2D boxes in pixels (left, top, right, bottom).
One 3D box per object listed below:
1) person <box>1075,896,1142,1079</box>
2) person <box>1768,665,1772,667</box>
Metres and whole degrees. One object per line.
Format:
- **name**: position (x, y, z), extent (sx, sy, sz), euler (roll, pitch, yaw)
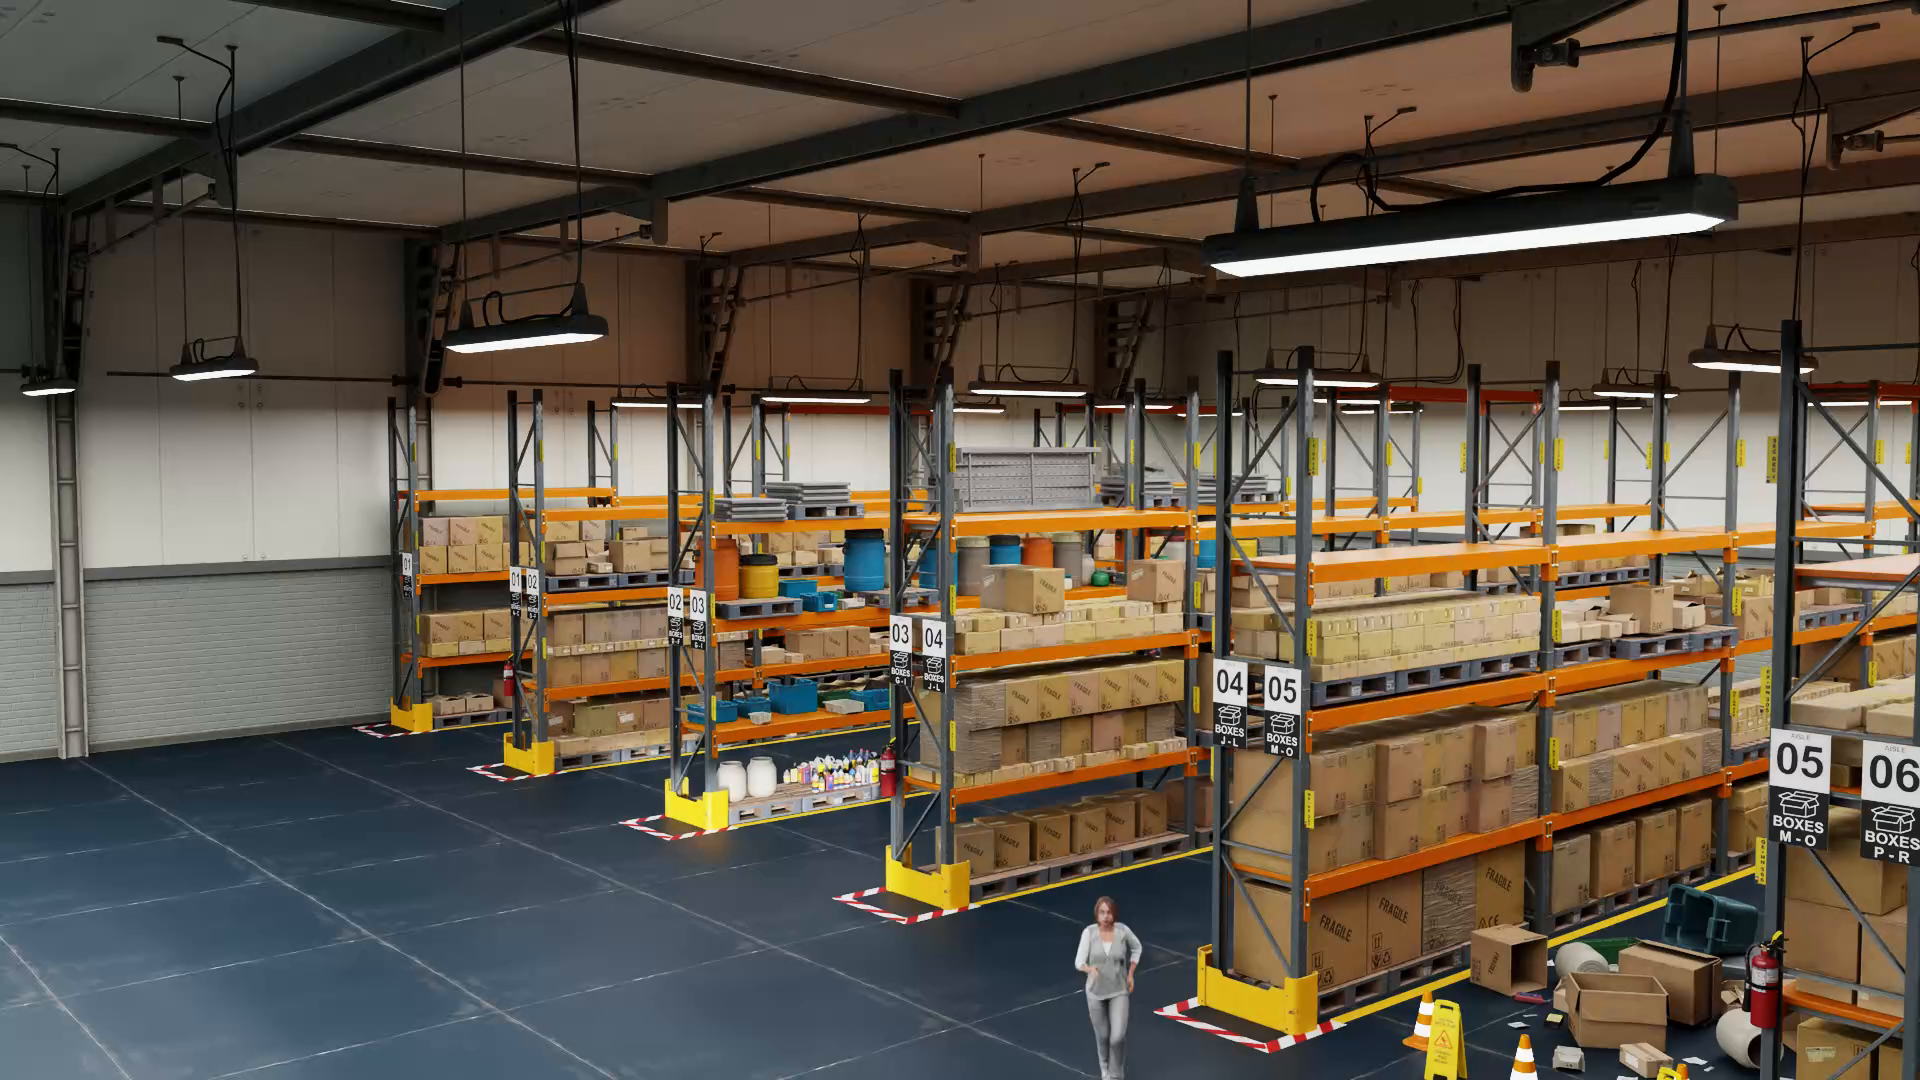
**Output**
- **person**: position (1.160, 3.605, 13.072), extent (0.514, 1.637, 0.705), euler (1, 3, 9)
- **person**: position (12.576, 2.802, 25.723), extent (0.793, 1.746, 0.715), euler (-2, 4, -35)
